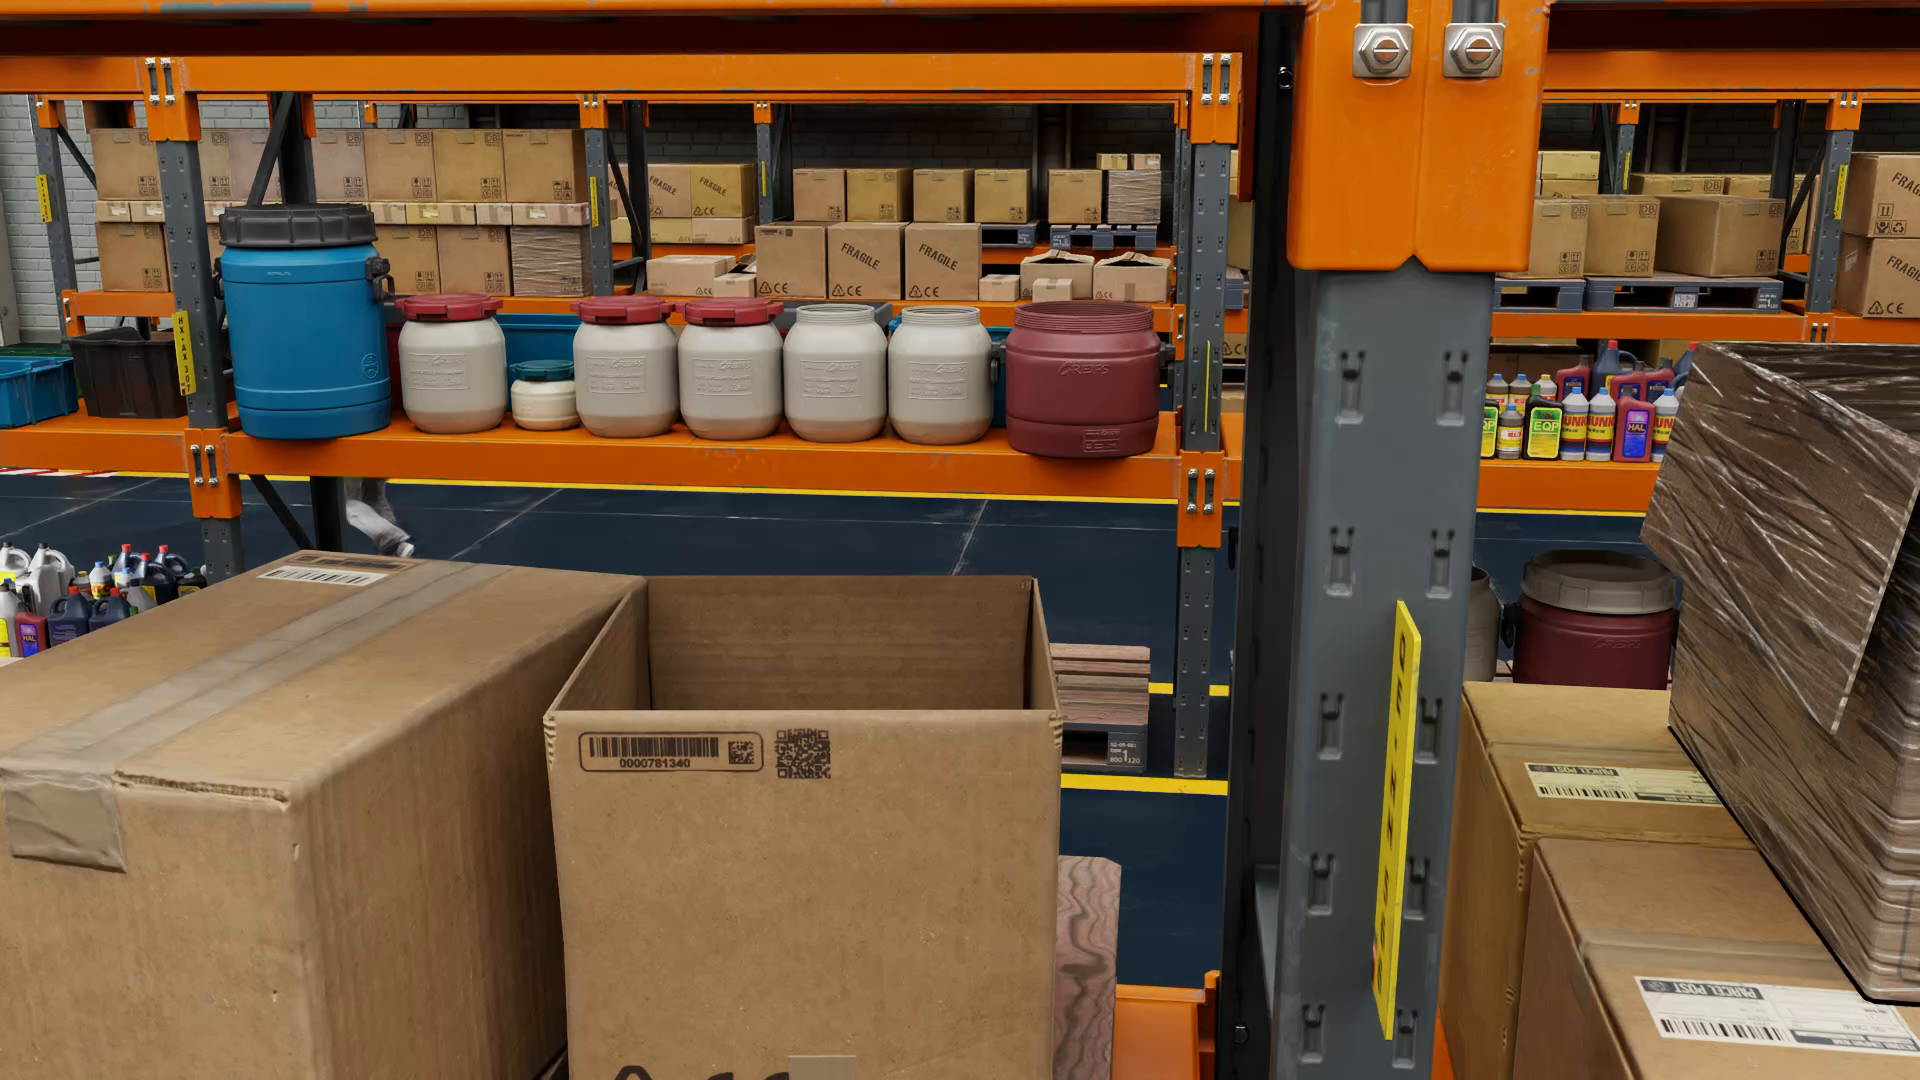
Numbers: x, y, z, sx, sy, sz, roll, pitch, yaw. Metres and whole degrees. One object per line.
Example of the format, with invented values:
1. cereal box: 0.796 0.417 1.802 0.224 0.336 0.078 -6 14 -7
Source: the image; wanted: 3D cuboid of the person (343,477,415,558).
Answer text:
1. person: -3.173 -0.515 9.003 0.462 1.592 0.449 3 15 13
